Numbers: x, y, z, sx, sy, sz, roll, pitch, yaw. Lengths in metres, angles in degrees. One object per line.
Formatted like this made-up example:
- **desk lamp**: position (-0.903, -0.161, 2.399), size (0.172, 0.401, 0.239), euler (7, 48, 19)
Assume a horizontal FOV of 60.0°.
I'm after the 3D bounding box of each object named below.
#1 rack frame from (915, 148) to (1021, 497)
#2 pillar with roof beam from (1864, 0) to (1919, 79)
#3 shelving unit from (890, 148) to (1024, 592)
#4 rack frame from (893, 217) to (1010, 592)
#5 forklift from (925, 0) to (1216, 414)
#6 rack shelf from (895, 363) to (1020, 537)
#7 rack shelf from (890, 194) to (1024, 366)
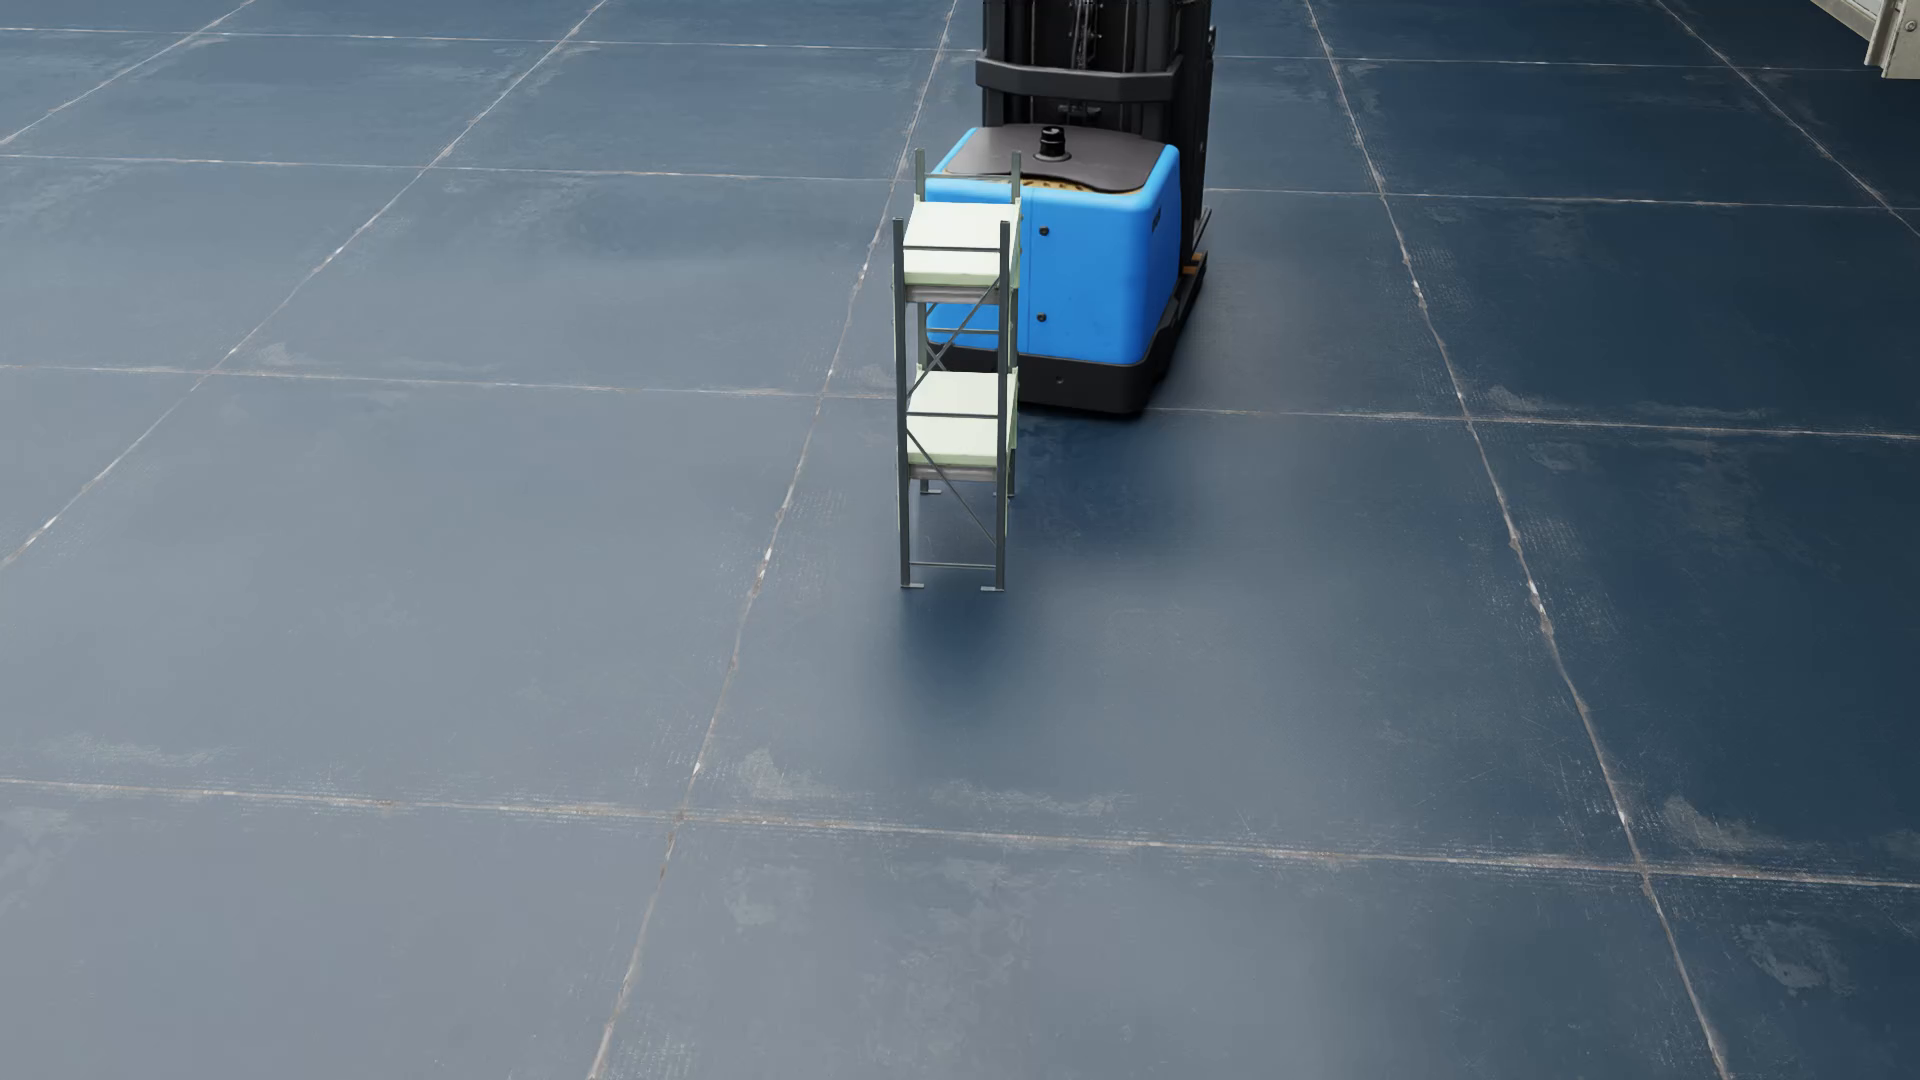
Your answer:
- **rack frame**: position (0.030, -0.833, 6.673), size (0.400, 1.500, 0.023), euler (2, 32, 4)
- **pillar with roof beam**: position (2.709, -7.526, 10.385), size (9.100, 9.000, 0.400), euler (2, 32, 4)
- **shelving unit**: position (0.001, -0.642, 6.362), size (0.431, 1.500, 0.755), euler (2, 32, 4)
- **rack frame**: position (-0.029, -0.451, 6.052), size (0.400, 1.500, 0.023), euler (2, 32, 4)
- **forklift**: position (0.713, -2.585, 8.151), size (1.130, 2.935, 3.031), euler (8, 33, 13)
- **rack shelf**: position (0.001, -0.364, 6.533), size (0.431, 0.370, 0.720), euler (2, 32, 4)
- **rack shelf**: position (0.001, -0.974, 6.157), size (0.431, 0.370, 0.720), euler (2, 32, 4)
